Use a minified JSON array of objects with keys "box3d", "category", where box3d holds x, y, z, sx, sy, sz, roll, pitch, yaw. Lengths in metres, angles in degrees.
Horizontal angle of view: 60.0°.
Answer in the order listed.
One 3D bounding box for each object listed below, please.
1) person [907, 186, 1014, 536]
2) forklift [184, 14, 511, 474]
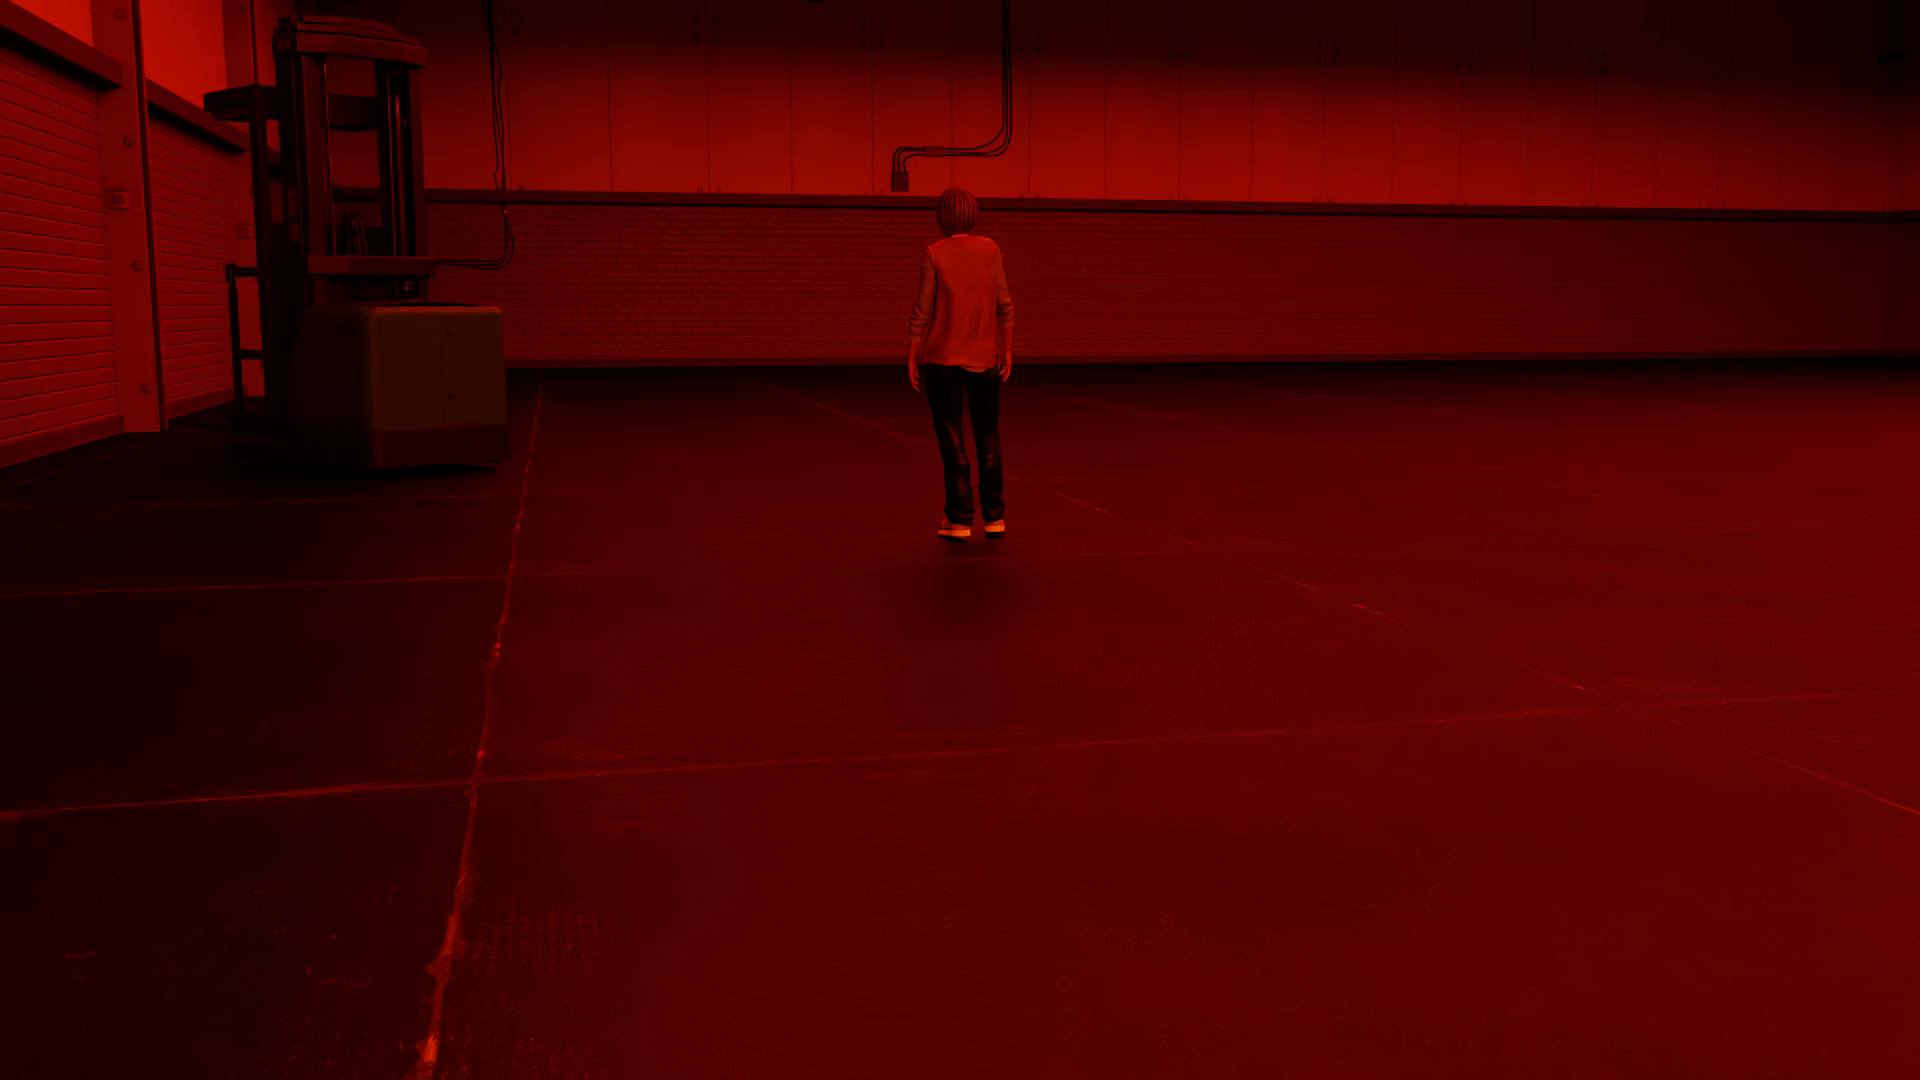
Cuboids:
[{"box3d":[-0.003,-0.809,7.669,0.520,1.597,0.476,-2,8,-13],"category":"person"},{"box3d":[-4.430,-2.009,11.485,3.031,2.935,1.130,7,11,41],"category":"forklift"}]
